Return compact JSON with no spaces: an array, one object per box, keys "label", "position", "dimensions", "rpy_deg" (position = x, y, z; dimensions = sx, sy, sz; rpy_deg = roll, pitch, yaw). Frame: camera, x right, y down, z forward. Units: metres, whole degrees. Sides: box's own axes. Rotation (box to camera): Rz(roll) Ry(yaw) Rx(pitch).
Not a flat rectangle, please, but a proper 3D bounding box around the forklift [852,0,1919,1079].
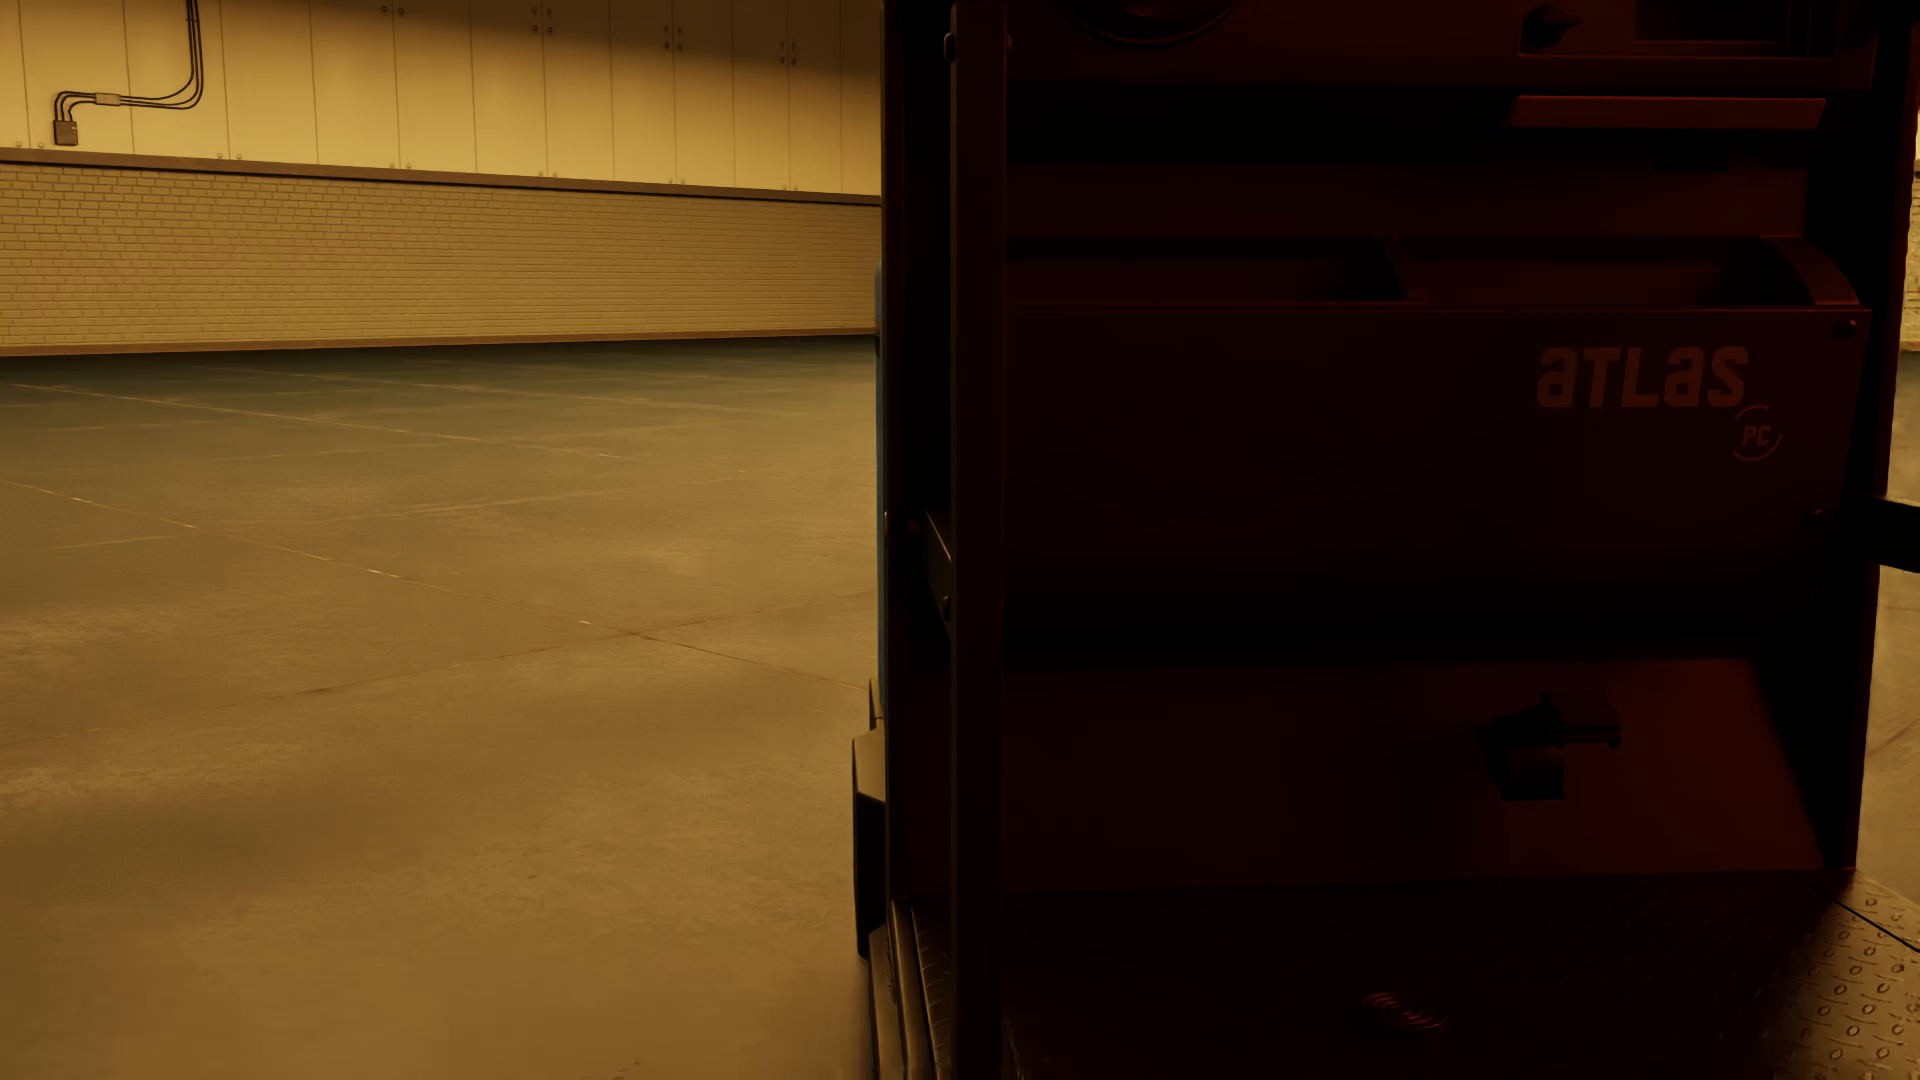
[{"label":"forklift","position":[0.481,-0.690,1.452],"dimensions":[1.130,2.935,3.031],"rpy_deg":[-1,9,-5]}]
